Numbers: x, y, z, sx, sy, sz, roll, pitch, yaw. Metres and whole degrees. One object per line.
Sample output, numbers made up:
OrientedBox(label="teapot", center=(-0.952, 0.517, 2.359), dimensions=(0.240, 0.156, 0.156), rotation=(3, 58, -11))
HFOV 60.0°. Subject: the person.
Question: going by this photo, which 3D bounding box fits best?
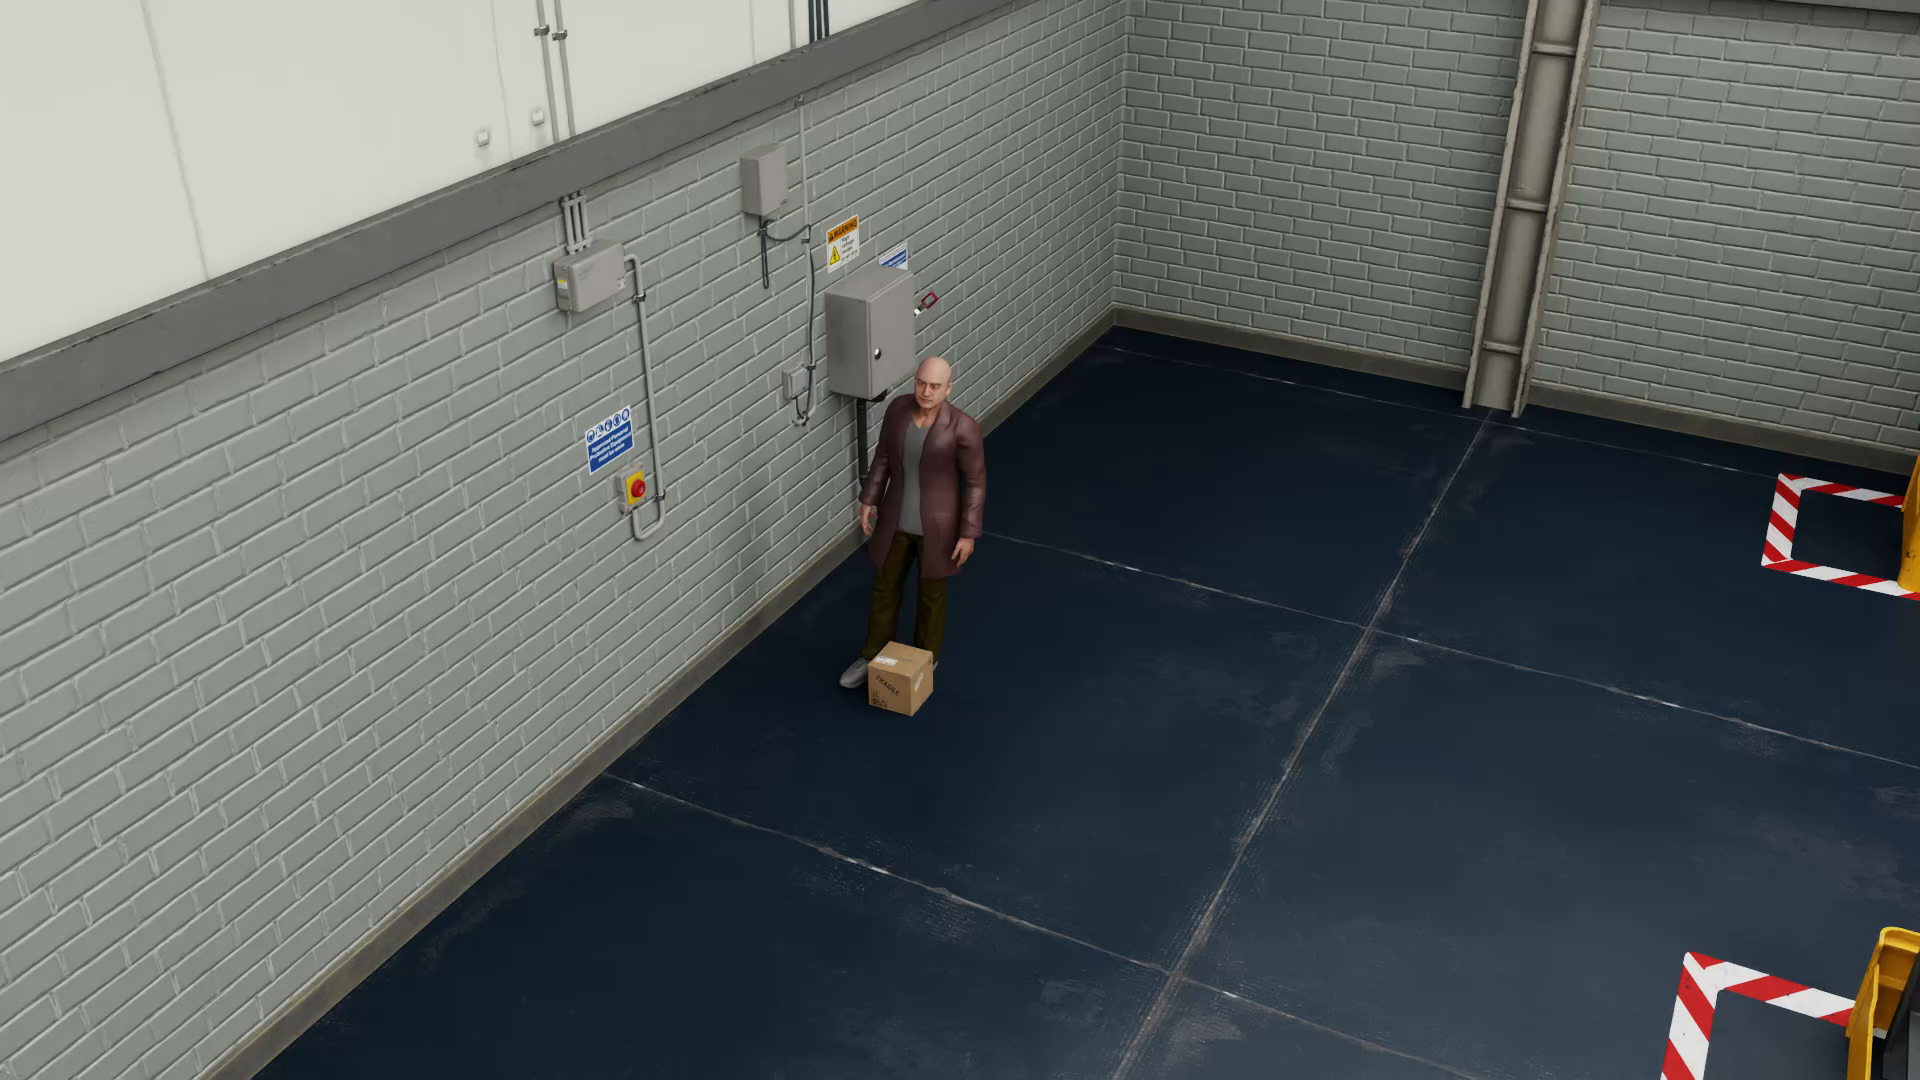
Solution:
OrientedBox(label="person", center=(-0.238, -0.045, 8.373), dimensions=(0.698, 1.778, 0.579), rotation=(14, 33, 23))
